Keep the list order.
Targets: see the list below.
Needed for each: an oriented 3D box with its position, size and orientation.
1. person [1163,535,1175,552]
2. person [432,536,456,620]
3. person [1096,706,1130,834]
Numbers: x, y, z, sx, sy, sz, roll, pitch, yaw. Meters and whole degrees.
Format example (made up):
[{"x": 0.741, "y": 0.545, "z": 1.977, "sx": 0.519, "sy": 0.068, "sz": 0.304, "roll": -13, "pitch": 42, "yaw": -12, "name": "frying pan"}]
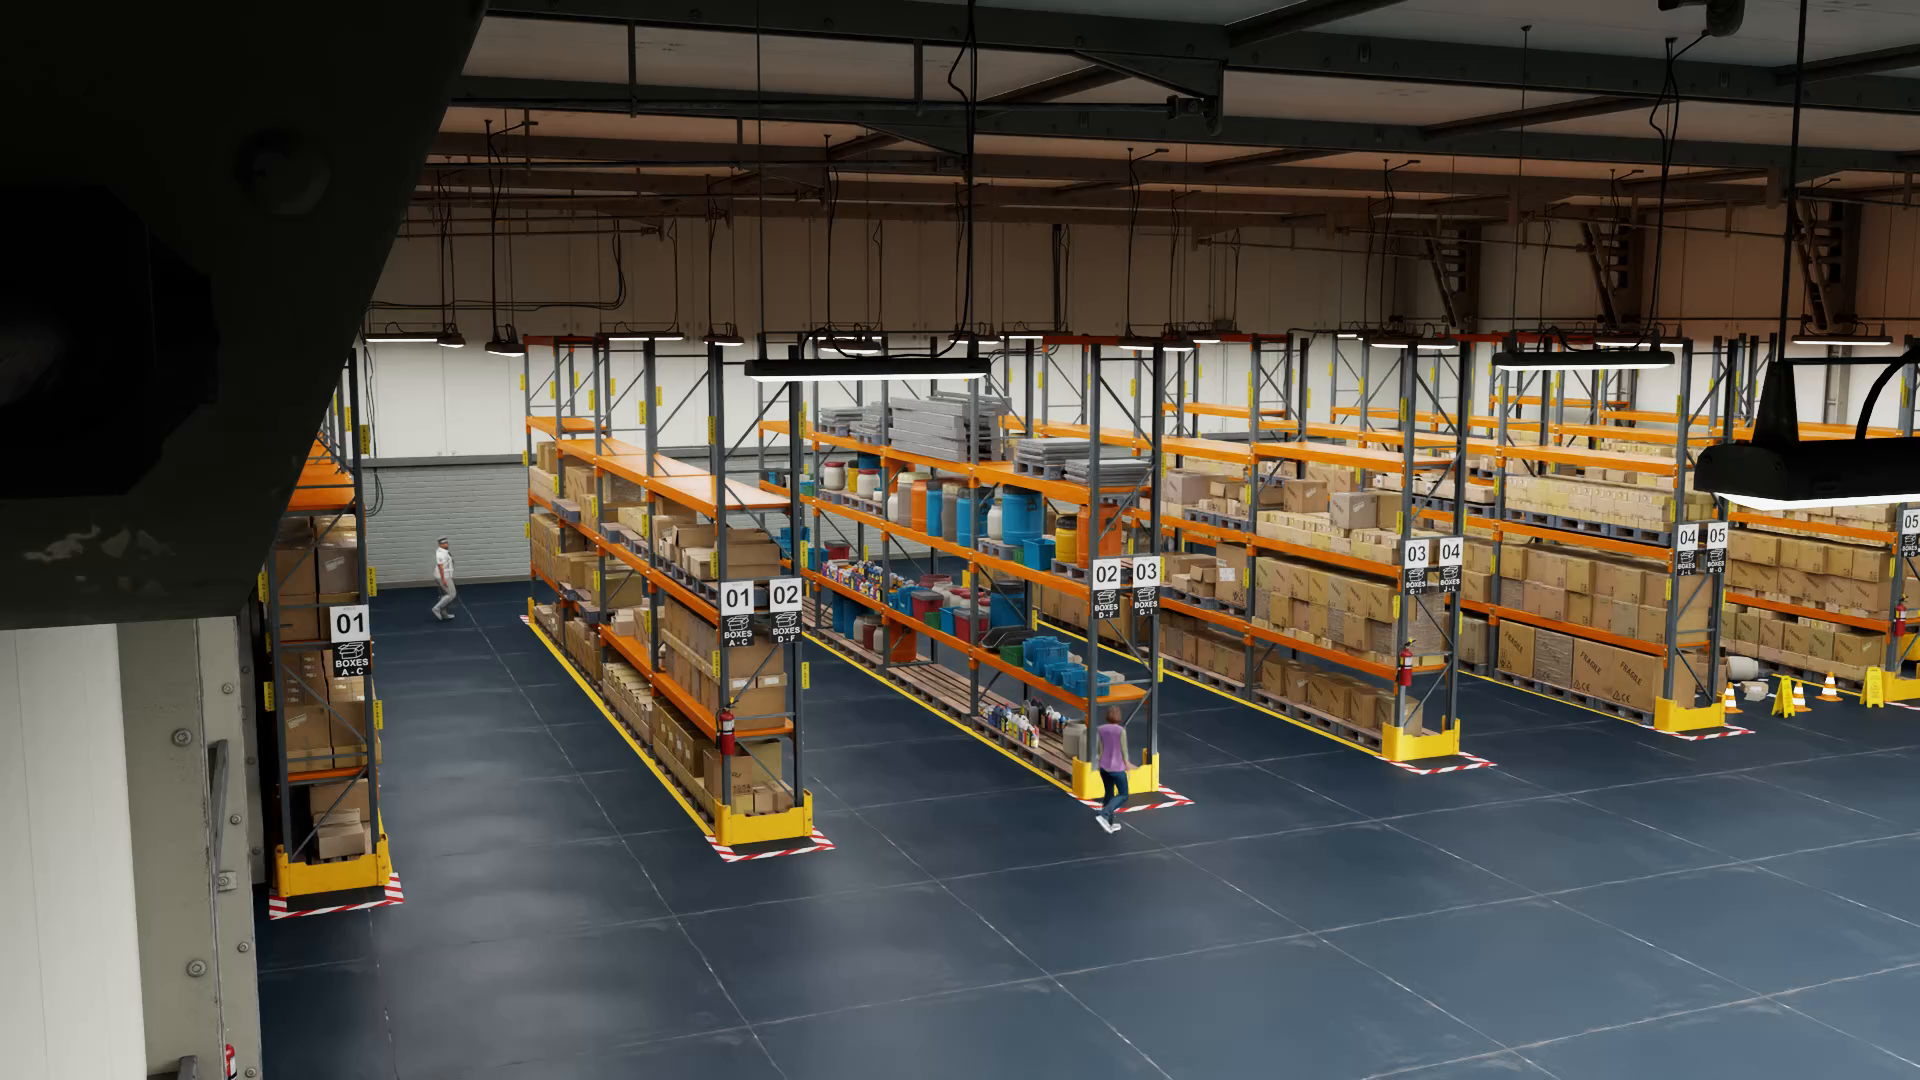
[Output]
[{"x": 5.279, "y": -0.161, "z": 42.221, "sx": 0.568, "sy": 1.802, "sz": 0.478, "roll": 7, "pitch": 10, "yaw": 42, "name": "person"}, {"x": -10.893, "y": 0.793, "z": 34.987, "sx": 0.542, "sy": 1.757, "sz": 0.562, "roll": -4, "pitch": 9, "yaw": -29, "name": "person"}, {"x": 1.822, "y": 2.826, "z": 20.380, "sx": 0.545, "sy": 1.594, "sz": 0.419, "roll": -7, "pitch": 10, "yaw": -43, "name": "person"}]
